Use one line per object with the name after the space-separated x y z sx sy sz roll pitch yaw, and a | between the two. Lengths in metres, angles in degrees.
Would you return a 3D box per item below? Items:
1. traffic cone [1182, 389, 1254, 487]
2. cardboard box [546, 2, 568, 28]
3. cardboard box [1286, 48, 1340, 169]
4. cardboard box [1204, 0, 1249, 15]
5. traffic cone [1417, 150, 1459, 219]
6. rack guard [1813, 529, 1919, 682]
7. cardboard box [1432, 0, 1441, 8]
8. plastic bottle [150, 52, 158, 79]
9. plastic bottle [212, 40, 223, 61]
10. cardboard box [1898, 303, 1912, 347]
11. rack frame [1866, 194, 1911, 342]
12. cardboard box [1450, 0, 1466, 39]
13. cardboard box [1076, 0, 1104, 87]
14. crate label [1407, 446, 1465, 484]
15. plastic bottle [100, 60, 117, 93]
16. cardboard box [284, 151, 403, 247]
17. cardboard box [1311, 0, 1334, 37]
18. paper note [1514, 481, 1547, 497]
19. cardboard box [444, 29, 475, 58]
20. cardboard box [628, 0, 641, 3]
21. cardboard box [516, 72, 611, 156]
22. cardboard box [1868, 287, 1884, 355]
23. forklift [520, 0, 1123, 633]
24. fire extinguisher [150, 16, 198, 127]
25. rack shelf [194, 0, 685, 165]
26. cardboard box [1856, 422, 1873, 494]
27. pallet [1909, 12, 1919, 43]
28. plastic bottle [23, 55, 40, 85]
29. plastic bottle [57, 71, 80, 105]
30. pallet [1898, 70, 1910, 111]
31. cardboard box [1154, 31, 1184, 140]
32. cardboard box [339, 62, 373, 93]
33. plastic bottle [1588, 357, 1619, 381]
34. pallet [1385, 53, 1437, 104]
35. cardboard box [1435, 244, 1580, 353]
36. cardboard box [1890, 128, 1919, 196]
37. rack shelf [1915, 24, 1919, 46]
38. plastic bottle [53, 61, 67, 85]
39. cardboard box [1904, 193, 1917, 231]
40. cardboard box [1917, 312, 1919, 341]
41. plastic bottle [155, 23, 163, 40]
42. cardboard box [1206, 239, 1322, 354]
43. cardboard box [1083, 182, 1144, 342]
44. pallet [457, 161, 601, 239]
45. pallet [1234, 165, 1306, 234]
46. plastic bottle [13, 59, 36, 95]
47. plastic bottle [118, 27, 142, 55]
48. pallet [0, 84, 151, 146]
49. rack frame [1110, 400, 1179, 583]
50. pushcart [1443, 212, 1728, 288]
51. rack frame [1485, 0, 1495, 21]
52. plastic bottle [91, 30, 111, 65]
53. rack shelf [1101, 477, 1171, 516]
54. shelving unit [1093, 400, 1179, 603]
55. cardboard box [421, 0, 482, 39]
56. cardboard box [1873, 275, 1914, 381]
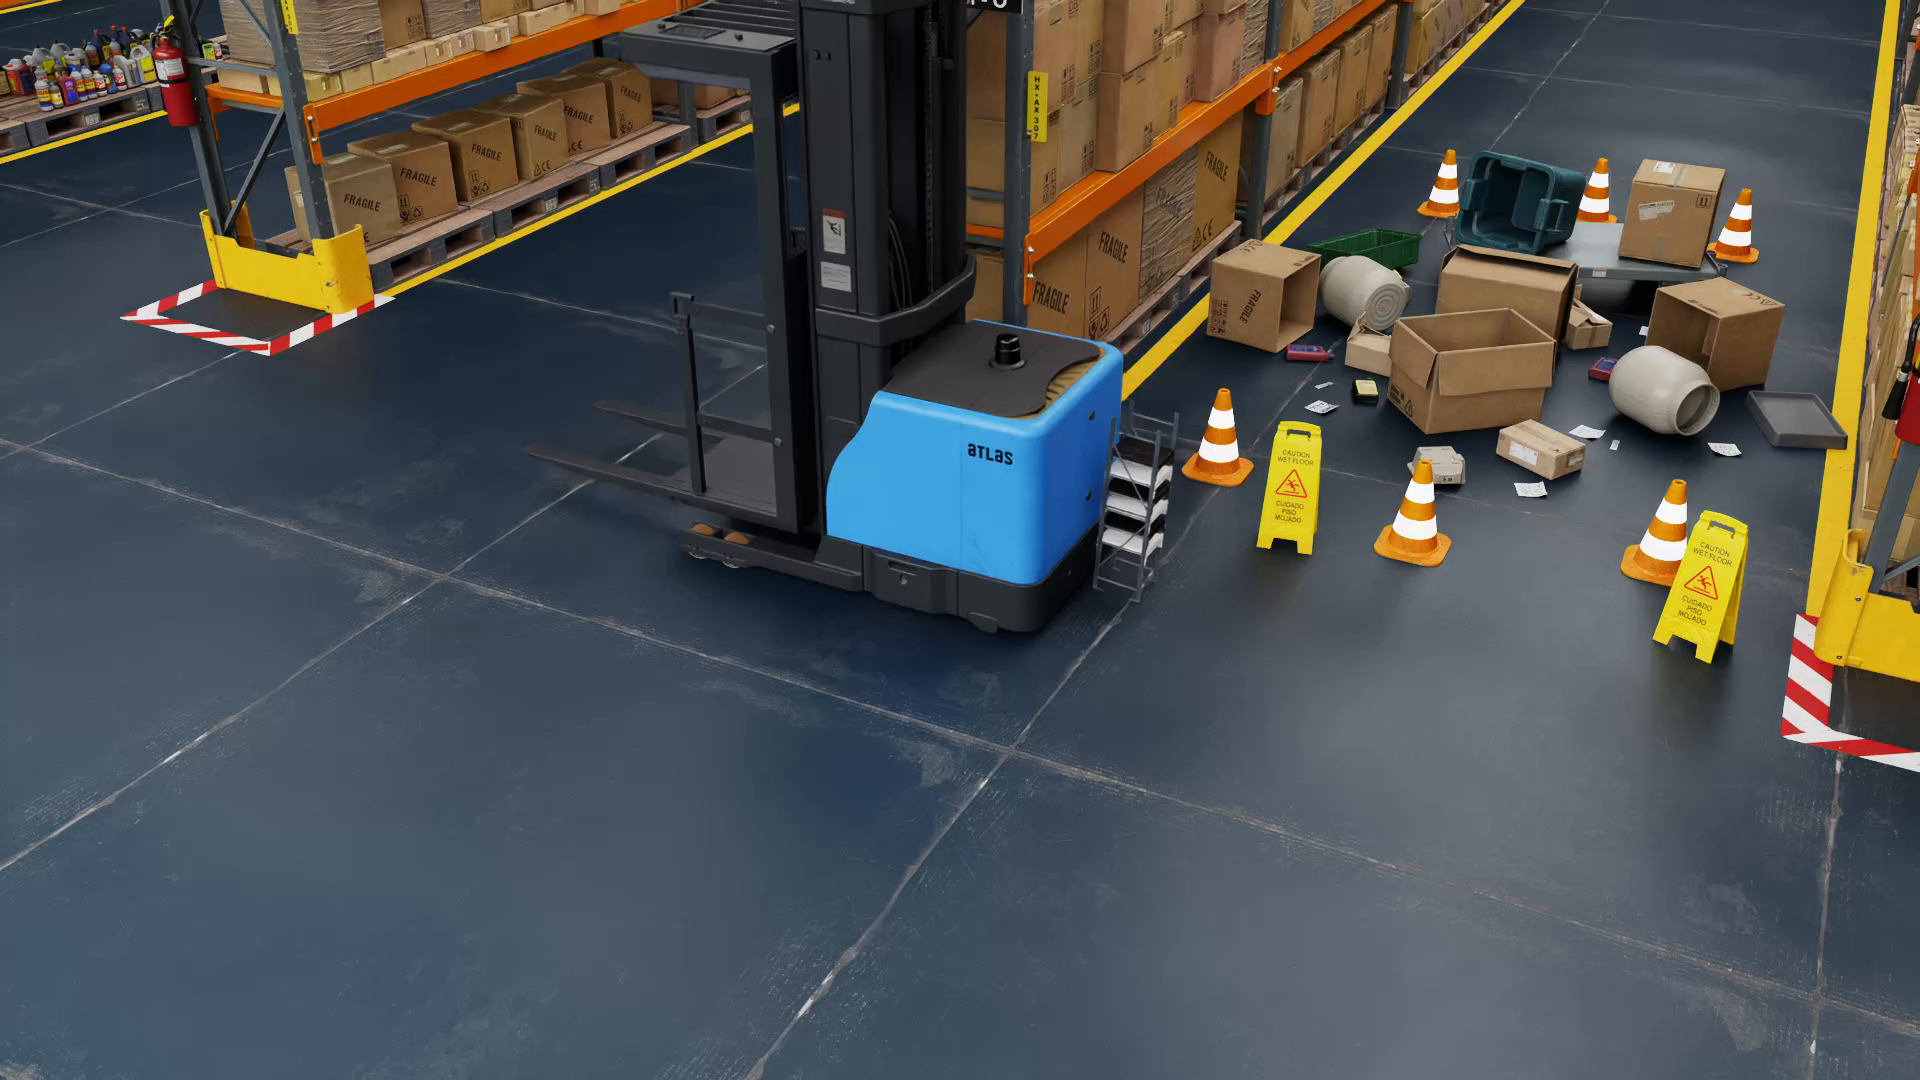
1.379 -0.577 8.790 0.336 0.463 0.334 14 33 23 | traffic cone
-3.124 -3.893 12.270 0.380 0.149 0.250 14 33 23 | cardboard box
2.341 -3.466 13.111 1.050 0.750 0.750 14 33 23 | cardboard box
1.350 -3.644 10.349 0.875 0.550 0.550 14 33 23 | cardboard box
3.651 -2.689 12.468 0.336 0.463 0.334 14 33 23 | traffic cone
4.361 0.365 7.113 1.175 0.500 0.348 14 33 23 | rack guard
4.278 -5.209 15.645 0.500 0.250 0.500 14 33 23 | cardboard box
-7.244 -4.326 15.057 0.061 0.283 0.133 17 34 27 | plastic bottle
-6.971 -4.576 15.575 0.097 0.201 0.097 0 30 0 | plastic bottle
4.684 -0.985 7.888 0.380 0.149 0.250 15 33 24 | cardboard box
6.148 -2.459 9.520 1.000 3.000 0.127 14 33 23 | rack frame
4.755 -5.343 16.630 0.500 0.500 0.500 14 33 22 | cardboard box
0.245 -2.718 8.735 0.875 0.550 0.550 14 33 23 | cardboard box
2.533 -0.391 8.794 0.250 0.136 0.298 -1 30 -3 | crate label
-7.508 -4.084 14.648 0.097 0.271 0.097 0 30 0 | plastic bottle
-4.197 -2.305 11.340 0.500 0.500 0.500 21 36 32 | cardboard box
2.404 -3.977 12.062 0.500 0.500 0.500 15 33 24 | cardboard box
2.985 -0.269 8.687 0.148 0.019 0.142 4 30 6 | paper note
-3.590 -3.453 11.503 0.380 0.149 0.250 14 33 23 | cardboard box
-2.632 -4.327 13.026 0.380 0.149 0.250 14 33 23 | cardboard box
-3.146 -3.381 13.214 0.500 0.500 0.500 -26 39 -37 | cardboard box
5.639 -1.248 9.751 0.500 0.250 0.500 13 32 21 | cardboard box
-0.785 -1.354 7.664 3.031 2.935 1.130 14 33 23 | forklift
-4.958 -2.954 10.460 0.296 0.674 0.183 14 33 23 | fire extinguisher
-3.585 -3.508 12.070 1.077 0.370 4.000 14 33 23 | rack shelf
4.698 -0.323 8.139 0.500 0.250 0.500 14 33 23 | cardboard box
10.209 -5.116 16.946 1.003 0.211 1.213 14 33 23 | pallet
-8.256 -4.148 14.754 0.152 0.276 0.135 13 32 22 | plastic bottle
-7.682 -3.900 14.314 0.061 0.283 0.133 15 33 24 | plastic bottle
8.954 -3.894 14.819 1.003 0.211 1.213 14 33 23 | pallet
0.805 -2.717 9.818 0.875 0.550 0.500 14 33 23 | cardboard box
-4.023 -3.004 10.721 0.380 0.149 0.250 14 33 23 | cardboard box
3.891 -1.038 9.996 0.133 0.061 0.283 21 36 32 | plastic bottle
3.875 -4.447 15.782 1.003 0.211 1.213 14 33 23 | pallet
3.291 -1.431 10.101 0.797 0.637 0.503 14 33 23 | cardboard box
7.375 -2.698 12.153 0.950 0.372 0.625 14 33 22 | cardboard box
8.881 -4.807 14.331 1.077 0.370 4.000 14 33 23 | rack shelf
-8.057 -4.182 14.888 0.097 0.201 0.097 0 30 0 | plastic bottle
5.529 -1.813 9.330 0.380 0.149 0.250 15 33 24 | cardboard box
4.323 -0.929 7.107 0.380 0.149 0.250 14 33 23 | cardboard box
-7.618 -4.797 15.888 0.097 0.271 0.097 0 30 0 | plastic bottle
1.902 -1.533 10.415 0.500 0.500 0.500 21 36 32 | cardboard box
0.522 -1.731 9.964 0.875 0.875 0.875 14 33 23 | cardboard box
-3.503 -2.649 12.651 1.003 0.211 1.213 14 33 23 | pallet
1.980 -2.687 12.717 1.003 0.211 1.213 14 33 23 | pallet
-8.225 -4.066 14.603 0.061 0.283 0.133 14 33 23 | plastic bottle
-7.692 -4.576 15.425 0.144 0.351 0.185 14 33 23 | plastic bottle
-7.981 -3.790 14.638 1.003 0.211 1.213 14 33 23 | pallet
0.851 -0.215 7.706 0.240 0.900 0.006 18 35 23 | rack frame
4.096 -1.817 11.035 1.648 0.377 0.936 4 30 6 | pushcart
5.340 -7.084 17.573 1.000 3.000 0.127 14 33 23 | rack frame
-7.906 -4.525 15.337 0.144 0.351 0.185 13 32 21 | plastic bottle
0.805 -0.219 7.599 0.258 0.077 0.200 18 35 23 | rack shelf
0.802 -0.171 7.629 0.258 0.900 0.210 18 35 23 | shelving unit
-3.834 -3.805 11.464 0.875 0.500 0.500 14 33 23 | cardboard box
5.168 -1.104 8.747 0.500 0.500 0.500 16 34 26 | cardboard box
